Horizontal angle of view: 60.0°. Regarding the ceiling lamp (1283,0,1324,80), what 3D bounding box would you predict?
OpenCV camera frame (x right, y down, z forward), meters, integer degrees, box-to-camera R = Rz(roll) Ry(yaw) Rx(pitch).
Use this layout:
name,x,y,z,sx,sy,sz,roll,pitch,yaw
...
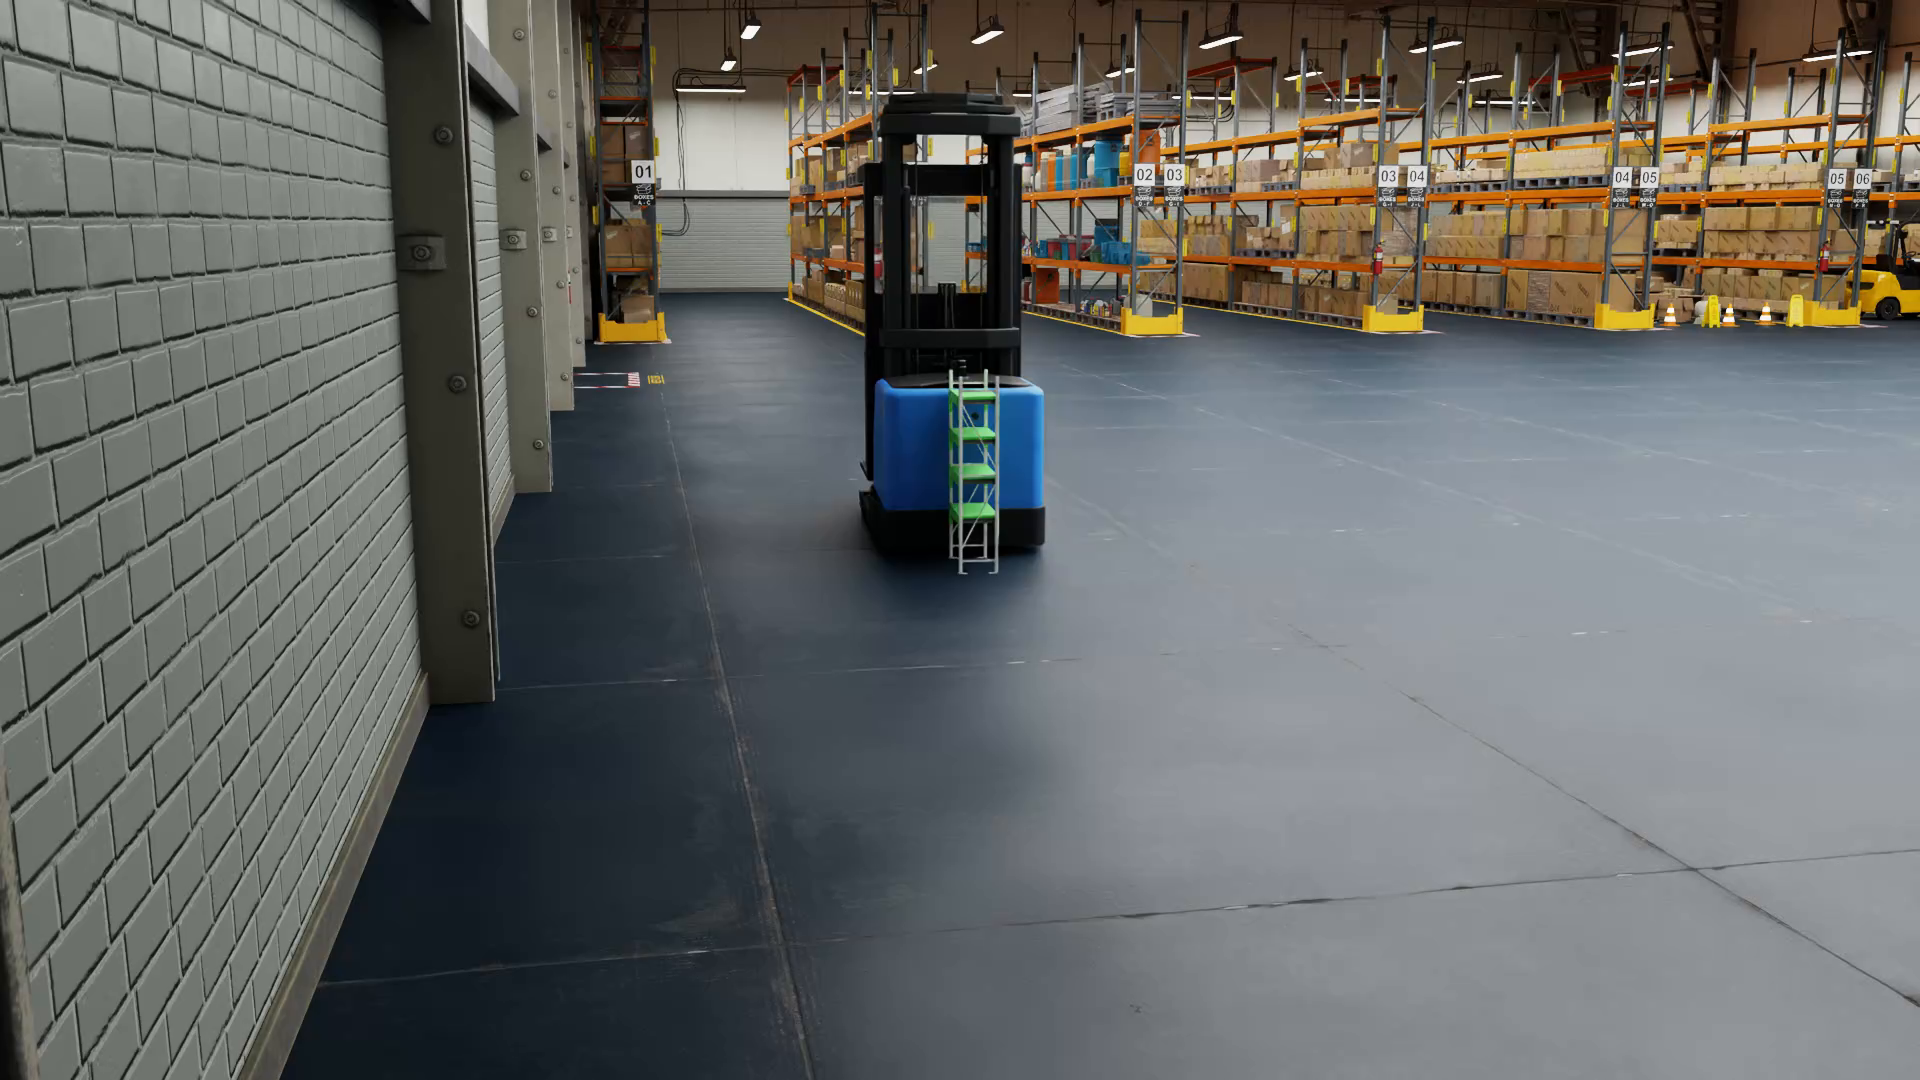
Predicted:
name,x,y,z,sx,sy,sz,roll,pitch,yaw
ceiling lamp,9.155,-13.593,42.934,0.800,3.185,2.000,-2,11,-11

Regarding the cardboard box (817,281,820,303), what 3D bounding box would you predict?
name,x,y,z,sx,sy,sz,roll,pitch,yaw
cardboard box,-3.163,-5.984,40.122,0.500,0.500,0.500,-3,11,-13

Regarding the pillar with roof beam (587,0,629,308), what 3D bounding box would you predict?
name,x,y,z,sx,sy,sz,roll,pitch,yaw
pillar with roof beam,-5.049,-10.491,42.250,9.100,9.000,0.548,-2,11,-11

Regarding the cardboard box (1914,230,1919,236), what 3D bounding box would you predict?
name,x,y,z,sx,sy,sz,roll,pitch,yaw
cardboard box,22.368,-7.111,38.532,0.380,0.149,0.250,-2,11,-11

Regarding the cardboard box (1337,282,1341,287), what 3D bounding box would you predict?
name,x,y,z,sx,sy,sz,roll,pitch,yaw
cardboard box,10.667,-7.089,46.124,0.380,0.149,0.250,-3,11,-13

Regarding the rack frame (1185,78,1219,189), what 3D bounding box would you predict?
name,x,y,z,sx,sy,sz,roll,pitch,yaw
rack frame,6.289,-10.778,43.757,1.000,3.000,0.127,-2,11,-11

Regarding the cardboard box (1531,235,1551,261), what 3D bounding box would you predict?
name,x,y,z,sx,sy,sz,roll,pitch,yaw
cardboard box,12.932,-6.329,36.024,0.875,0.550,0.550,-2,11,-11

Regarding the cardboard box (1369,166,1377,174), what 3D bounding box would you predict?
name,x,y,z,sx,sy,sz,roll,pitch,yaw
cardboard box,8.263,-7.265,32.659,0.380,0.149,0.250,-2,11,-11

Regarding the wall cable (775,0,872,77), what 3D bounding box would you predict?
name,x,y,z,sx,sy,sz,roll,pitch,yaw
wall cable,-4.125,-15.423,50.792,3.097,2.526,0.112,-2,11,-11

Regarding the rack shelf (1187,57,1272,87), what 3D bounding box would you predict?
name,x,y,z,sx,sy,sz,roll,pitch,yaw
rack shelf,6.678,-11.691,41.586,1.077,0.370,4.000,-2,11,-11

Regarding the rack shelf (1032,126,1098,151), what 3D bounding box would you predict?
name,x,y,z,sx,sy,sz,roll,pitch,yaw
rack shelf,2.598,-8.948,37.134,1.077,0.370,4.000,-2,11,-11

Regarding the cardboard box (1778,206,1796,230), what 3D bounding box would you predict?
name,x,y,z,sx,sy,sz,roll,pitch,yaw
cardboard box,17.939,-6.856,35.457,0.700,0.500,0.500,-2,11,-10

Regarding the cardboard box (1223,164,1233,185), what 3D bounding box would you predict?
name,x,y,z,sx,sy,sz,roll,pitch,yaw
cardboard box,6.878,-8.937,40.708,0.797,0.503,0.637,-1,11,-8

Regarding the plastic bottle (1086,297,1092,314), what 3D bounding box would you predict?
name,x,y,z,sx,sy,sz,roll,pitch,yaw
plastic bottle,2.737,-4.935,35.012,0.144,0.351,0.185,-2,11,-9

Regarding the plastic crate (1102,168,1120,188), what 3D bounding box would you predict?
name,x,y,z,sx,sy,sz,roll,pitch,yaw
plastic crate,3.098,-7.255,33.309,0.392,0.384,0.575,-2,11,-11

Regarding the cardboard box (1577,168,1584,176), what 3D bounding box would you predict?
name,x,y,z,sx,sy,sz,roll,pitch,yaw
cardboard box,12.963,-7.586,34.289,0.380,0.149,0.250,-2,11,-10

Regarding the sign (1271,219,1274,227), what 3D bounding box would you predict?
name,x,y,z,sx,sy,sz,roll,pitch,yaw
sign,7.598,-7.649,40.475,0.100,0.325,0.005,-2,11,-11

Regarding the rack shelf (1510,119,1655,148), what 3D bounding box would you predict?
name,x,y,z,sx,sy,sz,roll,pitch,yaw
rack shelf,13.119,-8.556,35.076,1.077,0.370,4.000,-2,11,-11

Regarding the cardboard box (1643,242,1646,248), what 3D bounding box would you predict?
name,x,y,z,sx,sy,sz,roll,pitch,yaw
cardboard box,16.949,-7.226,40.690,0.380,0.149,0.250,-2,11,-9

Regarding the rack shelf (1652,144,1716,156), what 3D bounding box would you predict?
name,x,y,z,sx,sy,sz,roll,pitch,yaw
rack shelf,20.489,-11.332,48.597,1.077,0.370,4.000,-2,11,-11

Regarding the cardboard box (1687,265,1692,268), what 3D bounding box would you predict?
name,x,y,z,sx,sy,sz,roll,pitch,yaw
cardboard box,20.746,-7.742,46.884,0.380,0.149,0.250,-2,11,-12

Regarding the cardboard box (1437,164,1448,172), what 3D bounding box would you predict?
name,x,y,z,sx,sy,sz,roll,pitch,yaw
cardboard box,12.043,-9.337,41.892,0.396,0.266,0.258,-2,11,-11

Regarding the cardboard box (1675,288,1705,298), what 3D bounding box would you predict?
name,x,y,z,sx,sy,sz,roll,pitch,yaw
cardboard box,17.461,-5.736,39.214,0.950,0.372,0.625,-2,11,-10

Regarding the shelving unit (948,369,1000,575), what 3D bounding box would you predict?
name,x,y,z,sx,sy,sz,roll,pitch,yaw
shelving unit,0.083,-0.427,10.229,0.258,1.200,0.503,-1,11,-7

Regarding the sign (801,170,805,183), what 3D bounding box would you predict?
name,x,y,z,sx,sy,sz,roll,pitch,yaw
sign,-3.960,-9.178,41.989,0.100,0.325,0.005,-2,11,-11

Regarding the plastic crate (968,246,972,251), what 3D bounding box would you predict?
name,x,y,z,sx,sy,sz,roll,pitch,yaw
plastic crate,0.359,-8.165,46.619,0.250,0.136,0.298,-2,11,-11

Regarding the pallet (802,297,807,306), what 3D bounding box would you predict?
name,x,y,z,sx,sy,sz,roll,pitch,yaw
pallet,-3.561,-6.228,43.352,1.003,0.211,1.213,-2,11,-11

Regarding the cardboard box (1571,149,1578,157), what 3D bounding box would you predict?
name,x,y,z,sx,sy,sz,roll,pitch,yaw
cardboard box,12.913,-8.025,34.463,0.380,0.149,0.250,-2,11,-11

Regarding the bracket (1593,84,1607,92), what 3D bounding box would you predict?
name,x,y,z,sx,sy,sz,roll,pitch,yaw
bracket,20.192,-14.260,52.423,0.235,0.232,0.430,-2,11,-11

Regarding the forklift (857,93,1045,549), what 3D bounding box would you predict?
name,x,y,z,sx,sy,sz,roll,pitch,yaw
forklift,-0.147,-1.607,11.801,1.130,2.935,3.031,-1,11,-7

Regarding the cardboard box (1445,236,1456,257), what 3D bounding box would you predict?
name,x,y,z,sx,sy,sz,roll,pitch,yaw
cardboard box,11.974,-7.031,39.845,0.500,0.500,0.500,-2,11,-11

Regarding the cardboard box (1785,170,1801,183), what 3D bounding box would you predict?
name,x,y,z,sx,sy,sz,roll,pitch,yaw
cardboard box,17.897,-7.713,35.283,0.500,0.250,0.500,-2,11,-12

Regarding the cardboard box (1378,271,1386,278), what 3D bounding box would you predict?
name,x,y,z,sx,sy,sz,roll,pitch,yaw
cardboard box,11.259,-7.003,43.525,0.500,0.250,0.500,-2,11,-9

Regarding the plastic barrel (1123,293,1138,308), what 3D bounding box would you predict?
name,x,y,z,sx,sy,sz,roll,pitch,yaw
plastic barrel,3.464,-4.644,33.104,0.421,0.512,0.421,0,11,0

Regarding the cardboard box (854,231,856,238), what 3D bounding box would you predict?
name,x,y,z,sx,sy,sz,roll,pitch,yaw
cardboard box,-1.962,-6.270,34.112,0.380,0.149,0.250,-2,11,-10

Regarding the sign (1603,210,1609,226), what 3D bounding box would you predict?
name,x,y,z,sx,sy,sz,roll,pitch,yaw
sign,12.973,-6.460,33.384,0.100,0.325,0.005,-2,11,-11

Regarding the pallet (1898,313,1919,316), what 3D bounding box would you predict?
name,x,y,z,sx,sy,sz,roll,pitch,yaw
pallet,22.548,-5.388,38.941,1.003,0.211,1.213,-2,11,-11

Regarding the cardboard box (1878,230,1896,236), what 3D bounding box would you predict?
name,x,y,z,sx,sy,sz,roll,pitch,yaw
cardboard box,22.150,-7.328,39.671,0.380,0.149,0.250,-2,11,-9

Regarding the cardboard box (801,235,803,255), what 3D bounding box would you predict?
name,x,y,z,sx,sy,sz,roll,pitch,yaw
cardboard box,-3.879,-7.697,43.349,0.500,0.500,0.500,-2,11,-9

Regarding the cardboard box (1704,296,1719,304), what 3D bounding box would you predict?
name,x,y,z,sx,sy,sz,roll,pitch,yaw
cardboard box,17.416,-5.462,38.100,0.500,0.250,0.500,-3,11,-14

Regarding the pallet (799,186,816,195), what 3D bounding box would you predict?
name,x,y,z,sx,sy,sz,roll,pitch,yaw
pallet,-3.371,-8.731,41.524,1.213,0.211,1.003,-2,11,-11

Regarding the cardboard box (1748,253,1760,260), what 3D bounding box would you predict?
name,x,y,z,sx,sy,sz,roll,pitch,yaw
cardboard box,17.629,-6.251,36.689,0.380,0.149,0.250,-2,11,-11

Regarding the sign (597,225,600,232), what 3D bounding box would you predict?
name,x,y,z,sx,sy,sz,roll,pitch,yaw
sign,-7.275,-6.371,33.552,0.100,0.325,0.005,-2,11,-11

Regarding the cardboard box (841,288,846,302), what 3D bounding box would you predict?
name,x,y,z,sx,sy,sz,roll,pitch,yaw
cardboard box,-2.233,-5.199,35.221,0.500,0.311,0.500,-2,11,-11

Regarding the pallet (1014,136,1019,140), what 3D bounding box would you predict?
name,x,y,z,sx,sy,sz,roll,pitch,yaw
pallet,1.622,-10.158,42.074,1.003,0.211,1.213,-2,11,-11

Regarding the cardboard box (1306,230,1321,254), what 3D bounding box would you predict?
name,x,y,z,sx,sy,sz,roll,pitch,yaw
cardboard box,7.935,-6.381,35.638,0.875,0.500,0.500,-2,11,-11

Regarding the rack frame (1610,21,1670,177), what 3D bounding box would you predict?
name,x,y,z,sx,sy,sz,roll,pitch,yaw
rack frame,13.508,-8.739,33.044,1.000,3.000,0.127,-2,11,-11

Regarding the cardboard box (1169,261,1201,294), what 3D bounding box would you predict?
name,x,y,z,sx,sy,sz,roll,pitch,yaw
cardboard box,6.239,-7.118,45.129,0.875,0.875,0.875,-2,11,-11

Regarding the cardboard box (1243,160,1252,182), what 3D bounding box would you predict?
name,x,y,z,sx,sy,sz,roll,pitch,yaw
cardboard box,7.001,-8.677,39.136,0.500,0.500,0.500,-2,11,-11

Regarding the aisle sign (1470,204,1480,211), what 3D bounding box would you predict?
name,x,y,z,sx,sy,sz,roll,pitch,yaw
aisle sign,15.522,-10.227,49.951,0.394,0.787,0.004,-2,11,-11

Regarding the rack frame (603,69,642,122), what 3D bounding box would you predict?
name,x,y,z,sx,sy,sz,roll,pitch,yaw
rack frame,-8.287,-10.238,40.918,1.000,3.000,0.127,-2,11,-11

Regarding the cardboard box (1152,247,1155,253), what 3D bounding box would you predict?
name,x,y,z,sx,sy,sz,roll,pitch,yaw
cardboard box,5.557,-8.082,46.309,0.380,0.149,0.250,-2,11,-12

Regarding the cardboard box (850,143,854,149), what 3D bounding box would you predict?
name,x,y,z,sx,sy,sz,roll,pitch,yaw
cardboard box,-2.088,-8.197,35.490,0.500,0.500,0.500,-1,11,-6

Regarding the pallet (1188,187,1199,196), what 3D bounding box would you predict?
name,x,y,z,sx,sy,sz,roll,pitch,yaw
pallet,6.516,-9.044,43.181,0.805,0.209,1.217,-3,11,-13

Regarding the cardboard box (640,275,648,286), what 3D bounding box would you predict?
name,x,y,z,sx,sy,sz,roll,pitch,yaw
cardboard box,-7.523,-5.847,38.520,0.750,0.750,0.750,-2,11,-12
